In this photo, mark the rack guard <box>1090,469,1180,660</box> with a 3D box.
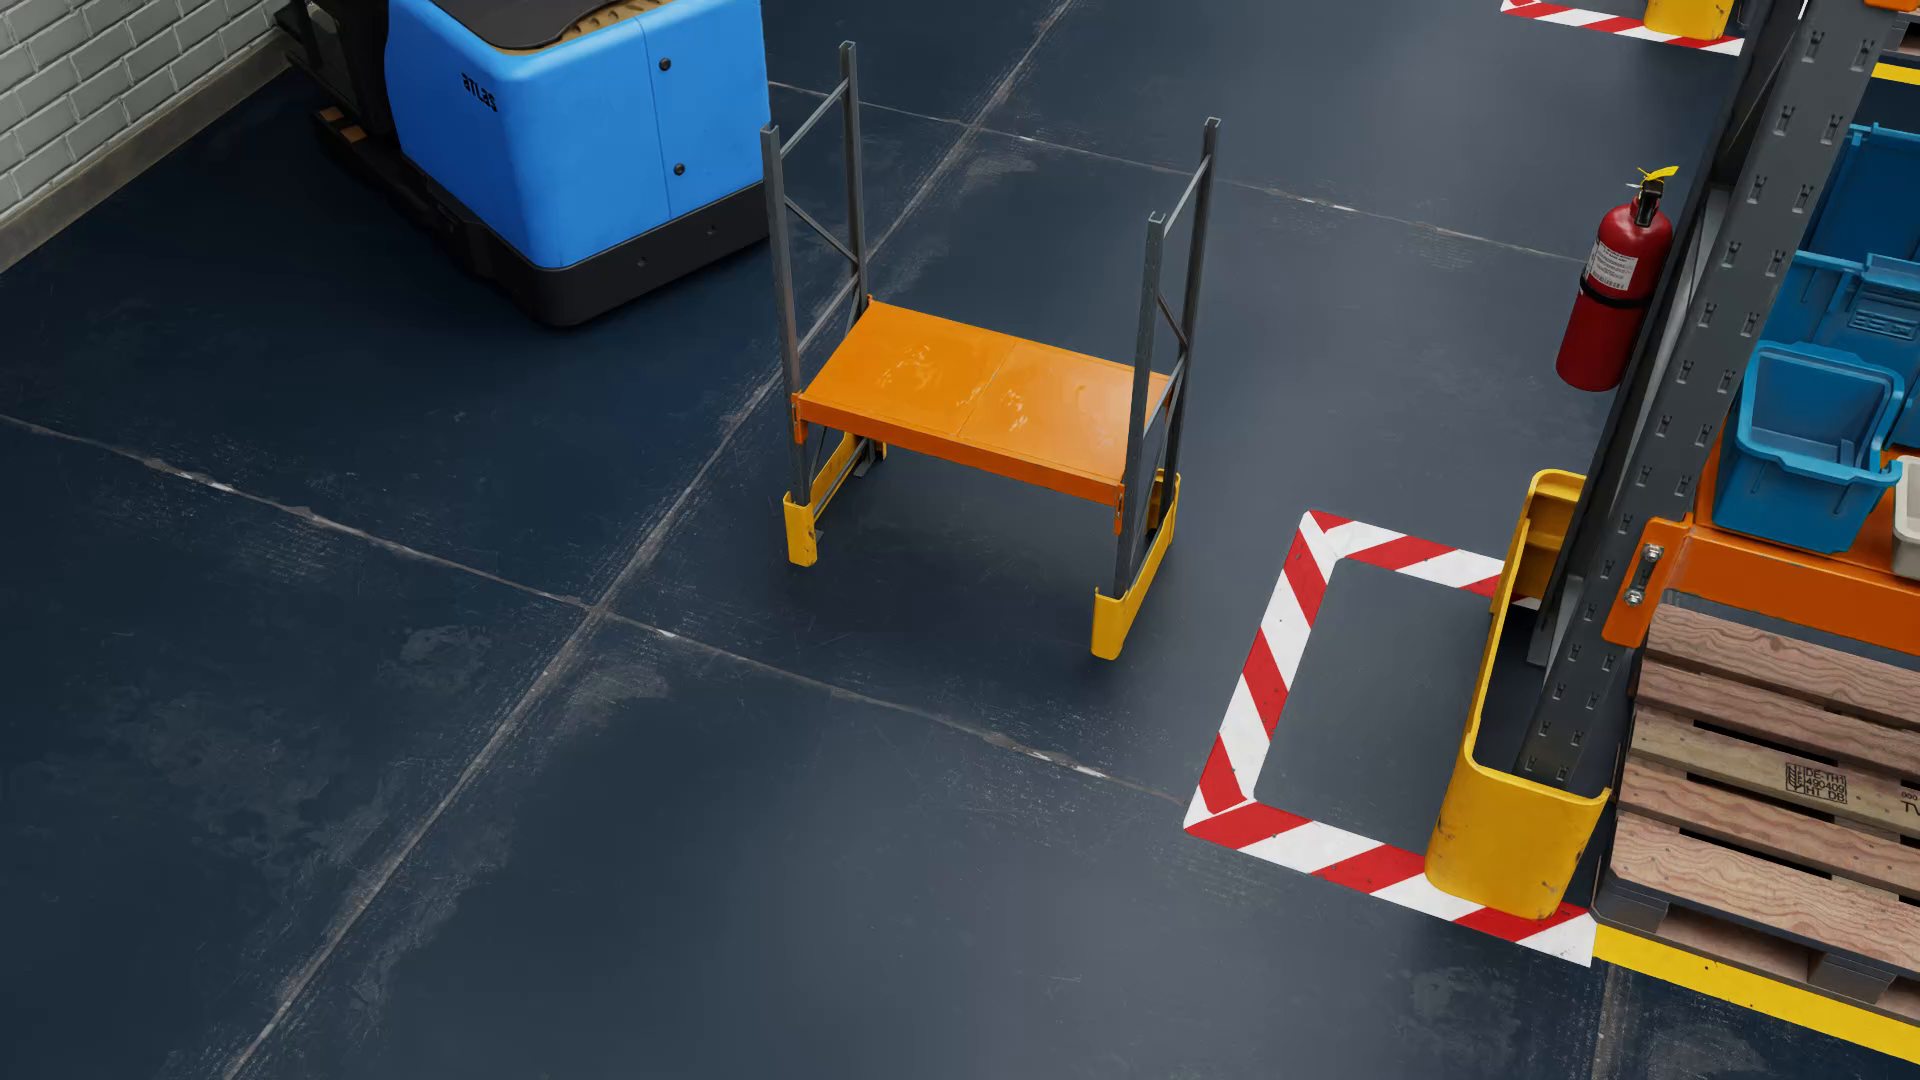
[{"bbox_3d":[0.530,0.067,5.005,0.087,0.250,0.587,16,47,16],"label":"rack guard"}]

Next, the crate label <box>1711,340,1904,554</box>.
[{"bbox_3d":[1.712,-0.181,3.381,0.303,0.233,0.416,16,47,16],"label":"crate label"}]

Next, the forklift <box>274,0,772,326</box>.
[{"bbox_3d":[-2.020,-2.764,5.950,1.130,2.935,3.031,-32,53,-28],"label":"forklift"}]

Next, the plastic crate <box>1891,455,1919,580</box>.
[{"bbox_3d":[1.976,-0.006,3.274,0.298,0.136,0.250,16,47,16],"label":"plastic crate"}]

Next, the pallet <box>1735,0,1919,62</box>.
[{"bbox_3d":[4.286,-2.570,7.683,1.213,0.211,1.003,16,47,16],"label":"pallet"}]

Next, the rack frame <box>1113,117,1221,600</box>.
[{"bbox_3d":[0.548,-0.370,4.559,0.032,1.500,0.500,16,47,16],"label":"rack frame"}]

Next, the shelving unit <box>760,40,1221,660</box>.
[{"bbox_3d":[0.070,-0.511,4.700,1.083,1.500,0.587,16,47,16],"label":"shelving unit"}]

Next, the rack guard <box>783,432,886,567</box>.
[{"bbox_3d":[-0.389,-0.203,5.277,0.087,0.250,0.587,16,47,16],"label":"rack guard"}]

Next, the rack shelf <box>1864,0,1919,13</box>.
[{"bbox_3d":[3.457,-0.766,2.276,4.000,0.370,1.077,16,47,16],"label":"rack shelf"}]

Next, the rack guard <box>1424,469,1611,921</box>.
[{"bbox_3d":[1.584,0.388,4.506,0.348,0.500,1.175,16,47,16],"label":"rack guard"}]

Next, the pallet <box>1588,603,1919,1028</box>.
[{"bbox_3d":[2.357,0.737,4.359,1.213,0.211,1.003,16,47,16],"label":"pallet"}]

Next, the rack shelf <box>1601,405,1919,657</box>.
[{"bbox_3d":[3.457,0.298,3.334,4.000,0.370,1.077,16,47,16],"label":"rack shelf"}]

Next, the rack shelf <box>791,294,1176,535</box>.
[{"bbox_3d":[0.079,-0.381,4.825,1.000,0.185,0.538,16,47,16],"label":"rack shelf"}]

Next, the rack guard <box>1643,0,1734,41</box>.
[{"bbox_3d":[3.496,-2.845,7.755,0.348,0.500,1.175,16,47,16],"label":"rack guard"}]

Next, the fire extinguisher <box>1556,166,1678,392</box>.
[{"bbox_3d":[1.647,-0.678,4.124,0.183,0.674,0.296,16,47,16],"label":"fire extinguisher"}]

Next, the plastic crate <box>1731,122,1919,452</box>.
[{"bbox_3d":[1.992,-0.565,3.623,0.499,0.435,0.616,16,47,16],"label":"plastic crate"}]

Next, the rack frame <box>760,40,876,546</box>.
[{"bbox_3d":[-0.390,-0.647,4.836,0.032,1.500,0.500,16,47,16],"label":"rack frame"}]

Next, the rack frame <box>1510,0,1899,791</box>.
[{"bbox_3d":[1.611,-0.500,3.626,0.127,3.000,1.000,16,47,16],"label":"rack frame"}]

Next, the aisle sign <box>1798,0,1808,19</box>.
[{"bbox_3d":[1.430,-1.248,2.535,0.004,0.787,0.394,16,47,16],"label":"aisle sign"}]
